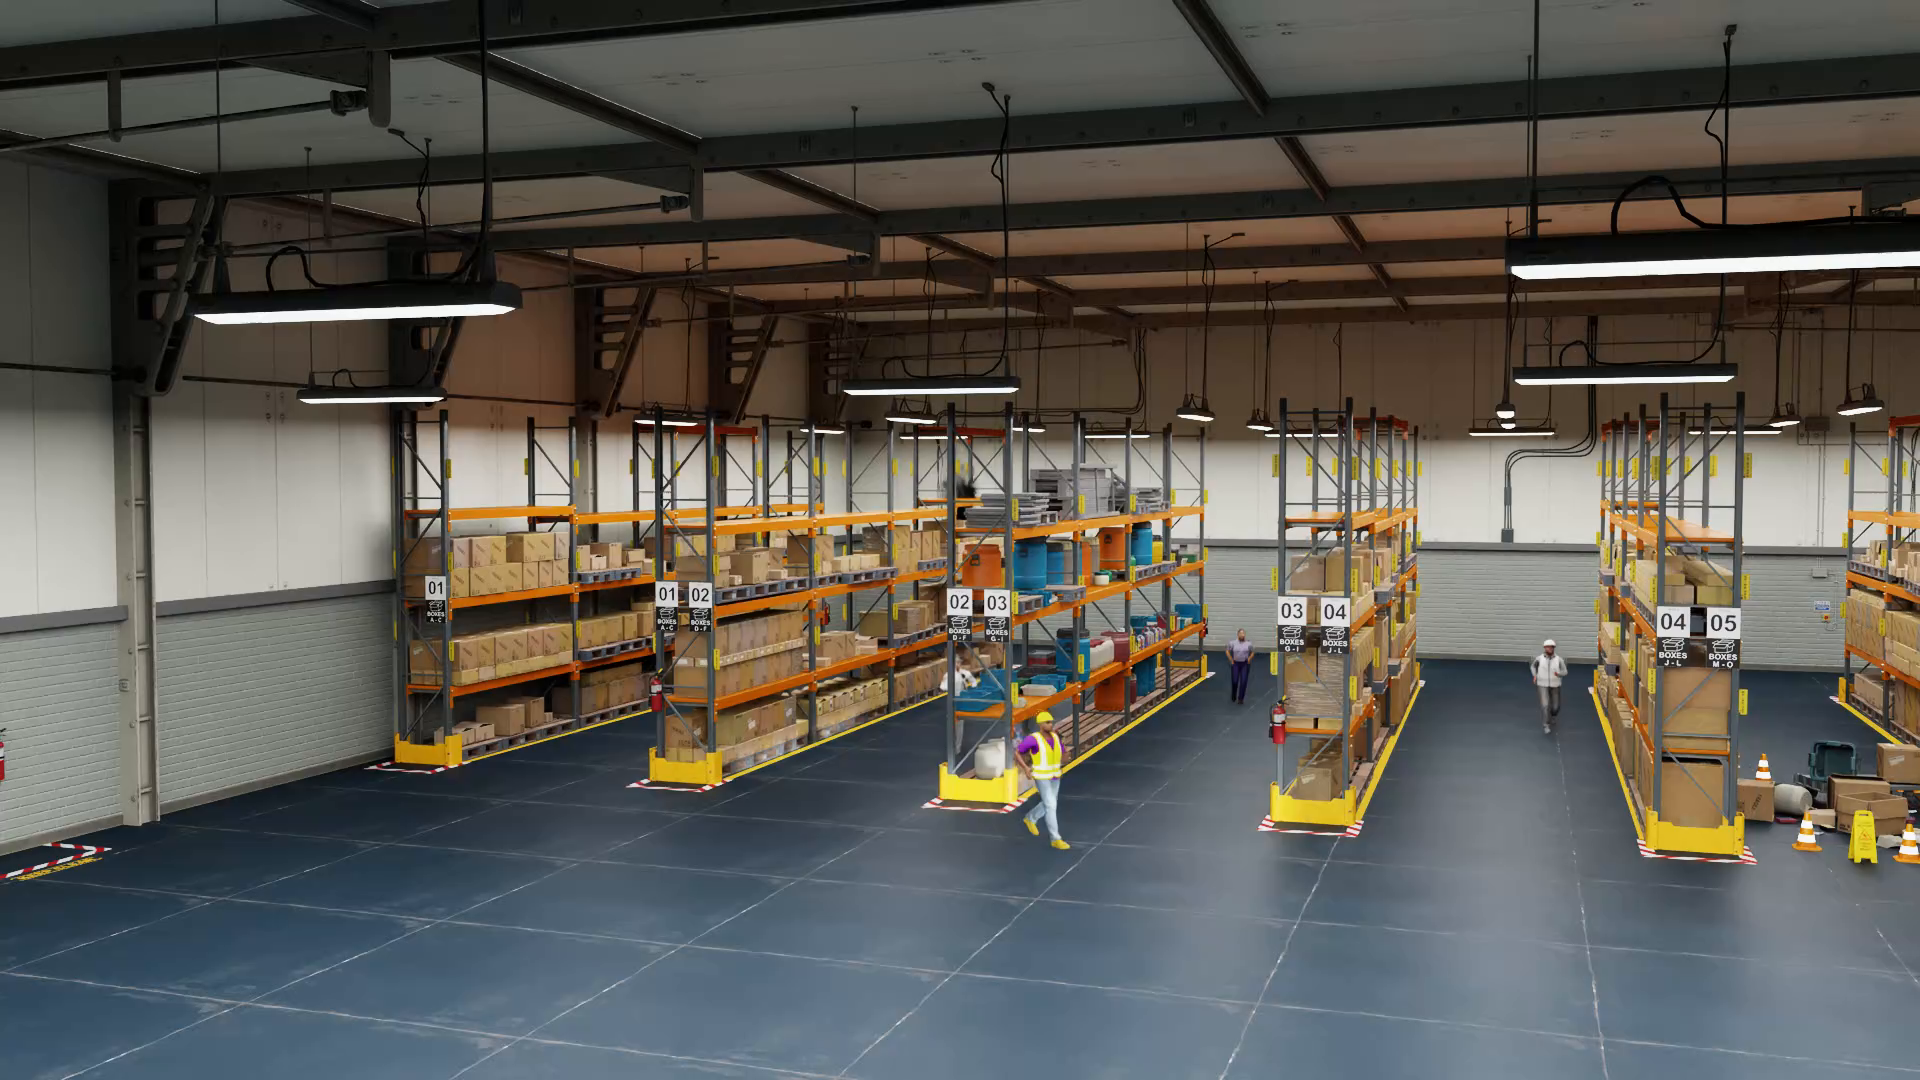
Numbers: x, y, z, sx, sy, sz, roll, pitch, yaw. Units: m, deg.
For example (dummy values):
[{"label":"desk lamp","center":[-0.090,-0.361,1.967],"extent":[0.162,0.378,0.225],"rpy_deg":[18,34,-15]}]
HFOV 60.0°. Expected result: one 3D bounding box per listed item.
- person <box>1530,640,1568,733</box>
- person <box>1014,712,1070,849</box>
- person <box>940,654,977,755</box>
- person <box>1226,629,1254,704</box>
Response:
[{"label":"person","center":[11.194,2.767,31.609],"extent":[0.668,1.748,0.896],"rpy_deg":[1,3,16]},{"label":"person","center":[1.139,3.149,22.042],"extent":[0.705,1.746,0.990],"rpy_deg":[-2,3,-41]},{"label":"person","center":[-0.040,2.873,29.458],"extent":[0.598,1.715,0.884],"rpy_deg":[1,3,14]},{"label":"person","center":[5.947,2.686,35.236],"extent":[0.582,1.603,0.531],"rpy_deg":[0,2,5]}]
